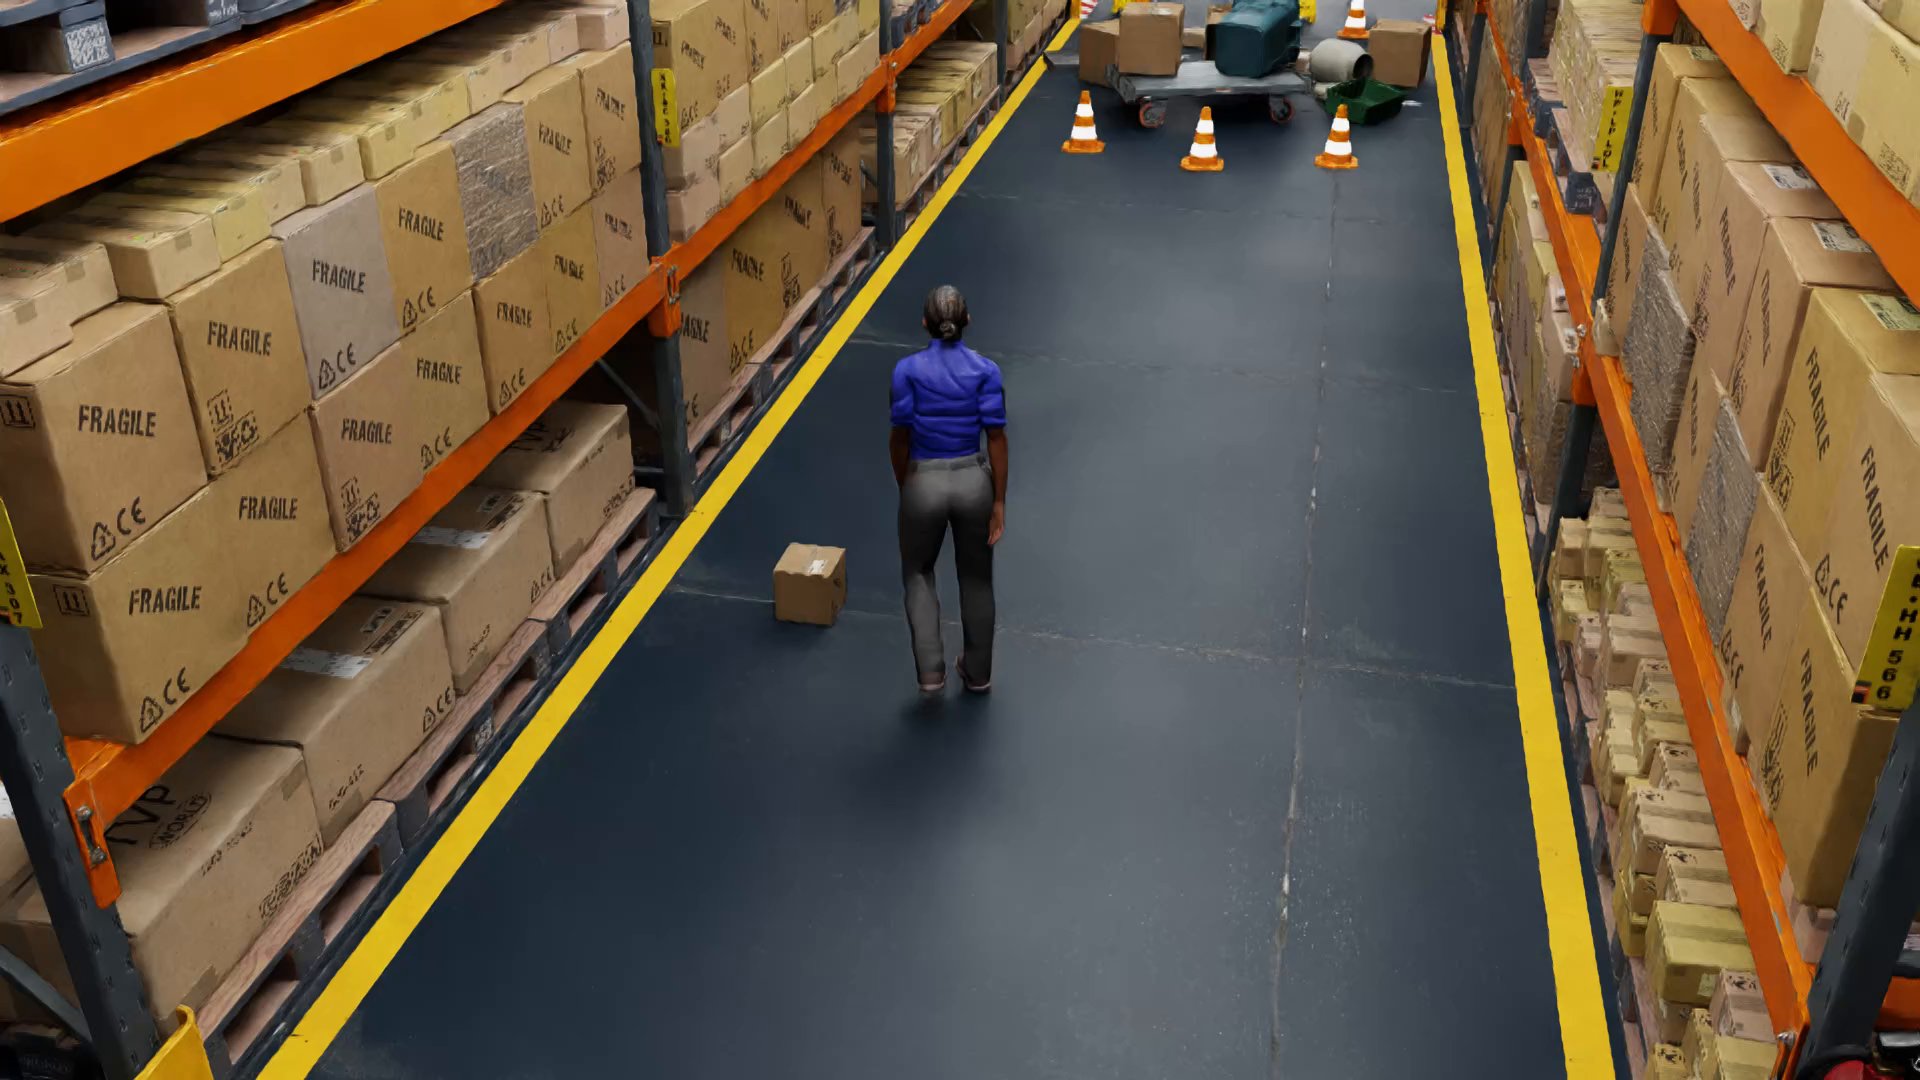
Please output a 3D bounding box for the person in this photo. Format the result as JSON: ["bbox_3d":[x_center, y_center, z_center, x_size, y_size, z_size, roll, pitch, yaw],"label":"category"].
[{"bbox_3d":[-0.040,-0.143,6.414,0.448,1.635,0.615,-4,29,-6],"label":"person"}]
